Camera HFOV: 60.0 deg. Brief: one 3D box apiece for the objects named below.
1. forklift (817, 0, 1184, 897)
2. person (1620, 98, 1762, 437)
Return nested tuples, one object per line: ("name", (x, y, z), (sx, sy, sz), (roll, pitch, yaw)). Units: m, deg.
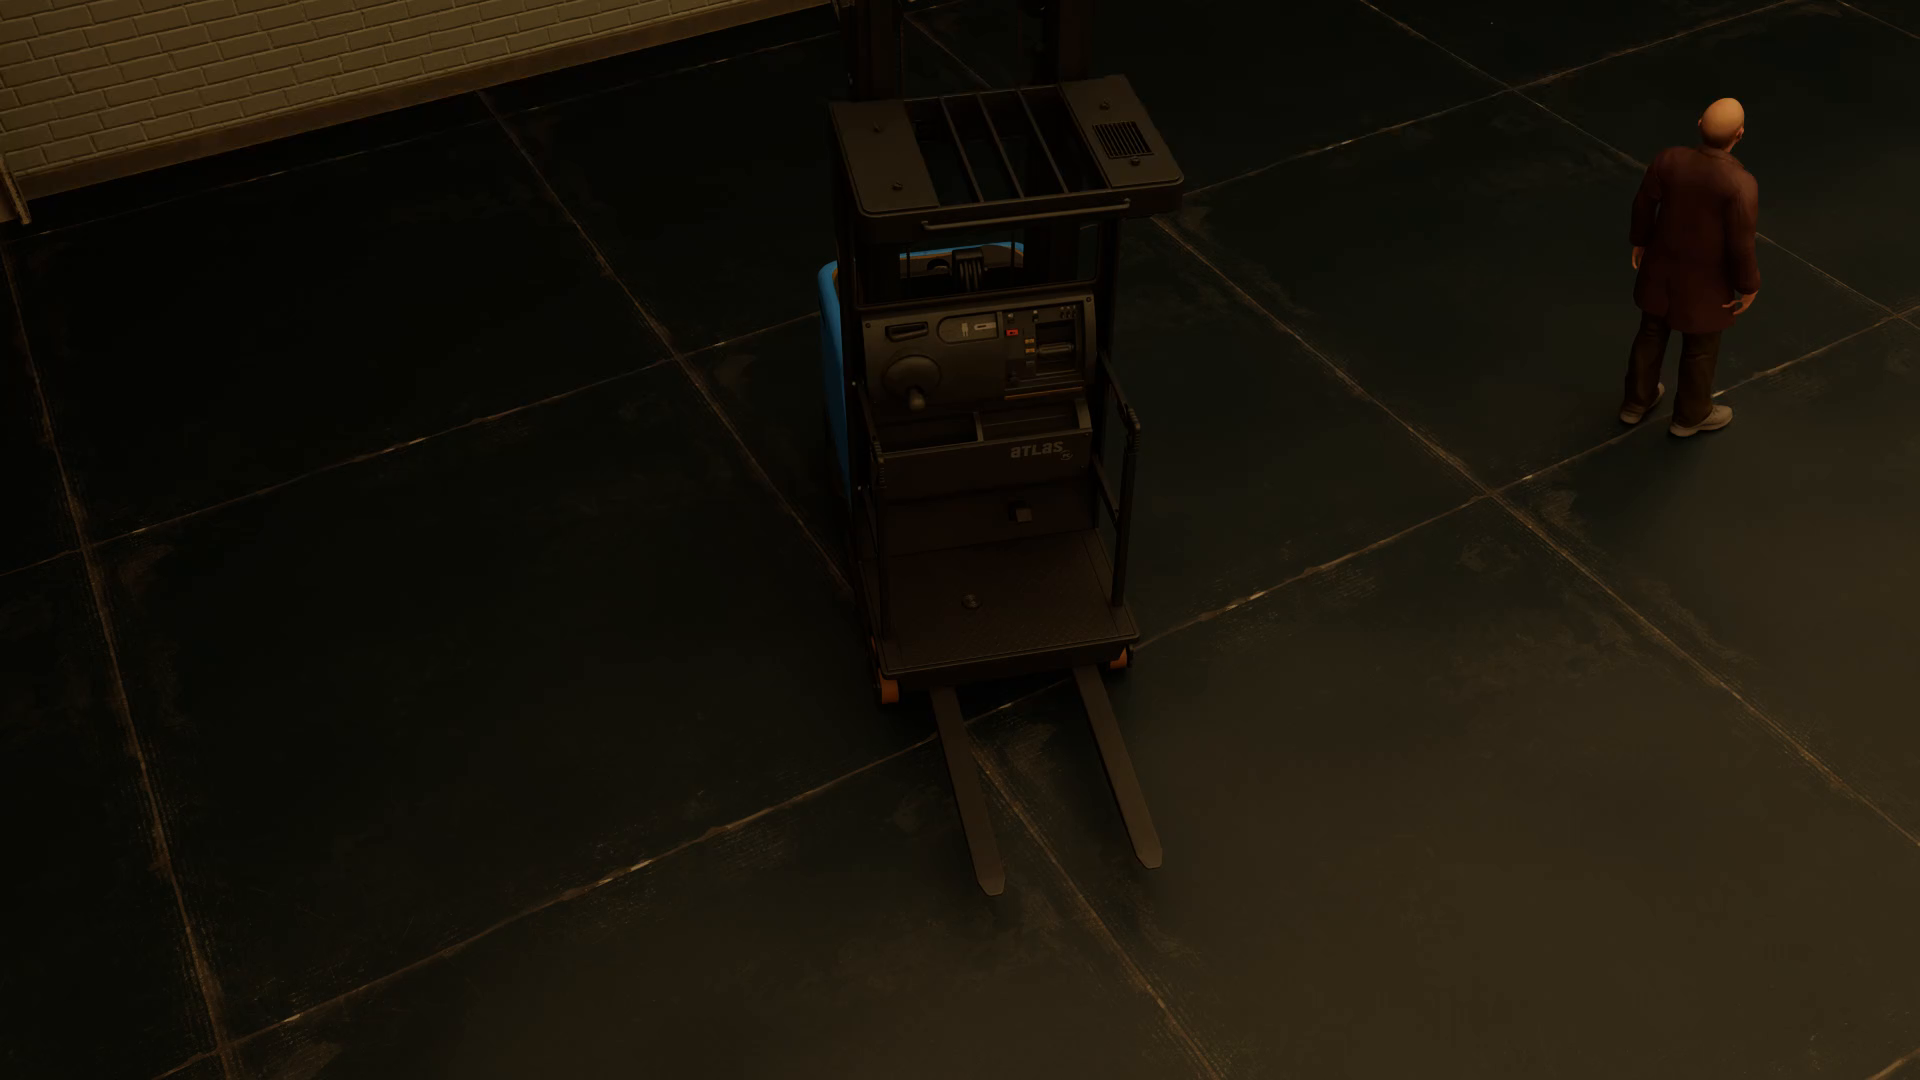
("forklift", (0.125, -0.655, 6.404), (1.130, 2.935, 3.031), (-8, 43, -8))
("person", (3.537, -1.320, 7.959), (0.582, 1.776, 0.695), (-27, 49, -26))
